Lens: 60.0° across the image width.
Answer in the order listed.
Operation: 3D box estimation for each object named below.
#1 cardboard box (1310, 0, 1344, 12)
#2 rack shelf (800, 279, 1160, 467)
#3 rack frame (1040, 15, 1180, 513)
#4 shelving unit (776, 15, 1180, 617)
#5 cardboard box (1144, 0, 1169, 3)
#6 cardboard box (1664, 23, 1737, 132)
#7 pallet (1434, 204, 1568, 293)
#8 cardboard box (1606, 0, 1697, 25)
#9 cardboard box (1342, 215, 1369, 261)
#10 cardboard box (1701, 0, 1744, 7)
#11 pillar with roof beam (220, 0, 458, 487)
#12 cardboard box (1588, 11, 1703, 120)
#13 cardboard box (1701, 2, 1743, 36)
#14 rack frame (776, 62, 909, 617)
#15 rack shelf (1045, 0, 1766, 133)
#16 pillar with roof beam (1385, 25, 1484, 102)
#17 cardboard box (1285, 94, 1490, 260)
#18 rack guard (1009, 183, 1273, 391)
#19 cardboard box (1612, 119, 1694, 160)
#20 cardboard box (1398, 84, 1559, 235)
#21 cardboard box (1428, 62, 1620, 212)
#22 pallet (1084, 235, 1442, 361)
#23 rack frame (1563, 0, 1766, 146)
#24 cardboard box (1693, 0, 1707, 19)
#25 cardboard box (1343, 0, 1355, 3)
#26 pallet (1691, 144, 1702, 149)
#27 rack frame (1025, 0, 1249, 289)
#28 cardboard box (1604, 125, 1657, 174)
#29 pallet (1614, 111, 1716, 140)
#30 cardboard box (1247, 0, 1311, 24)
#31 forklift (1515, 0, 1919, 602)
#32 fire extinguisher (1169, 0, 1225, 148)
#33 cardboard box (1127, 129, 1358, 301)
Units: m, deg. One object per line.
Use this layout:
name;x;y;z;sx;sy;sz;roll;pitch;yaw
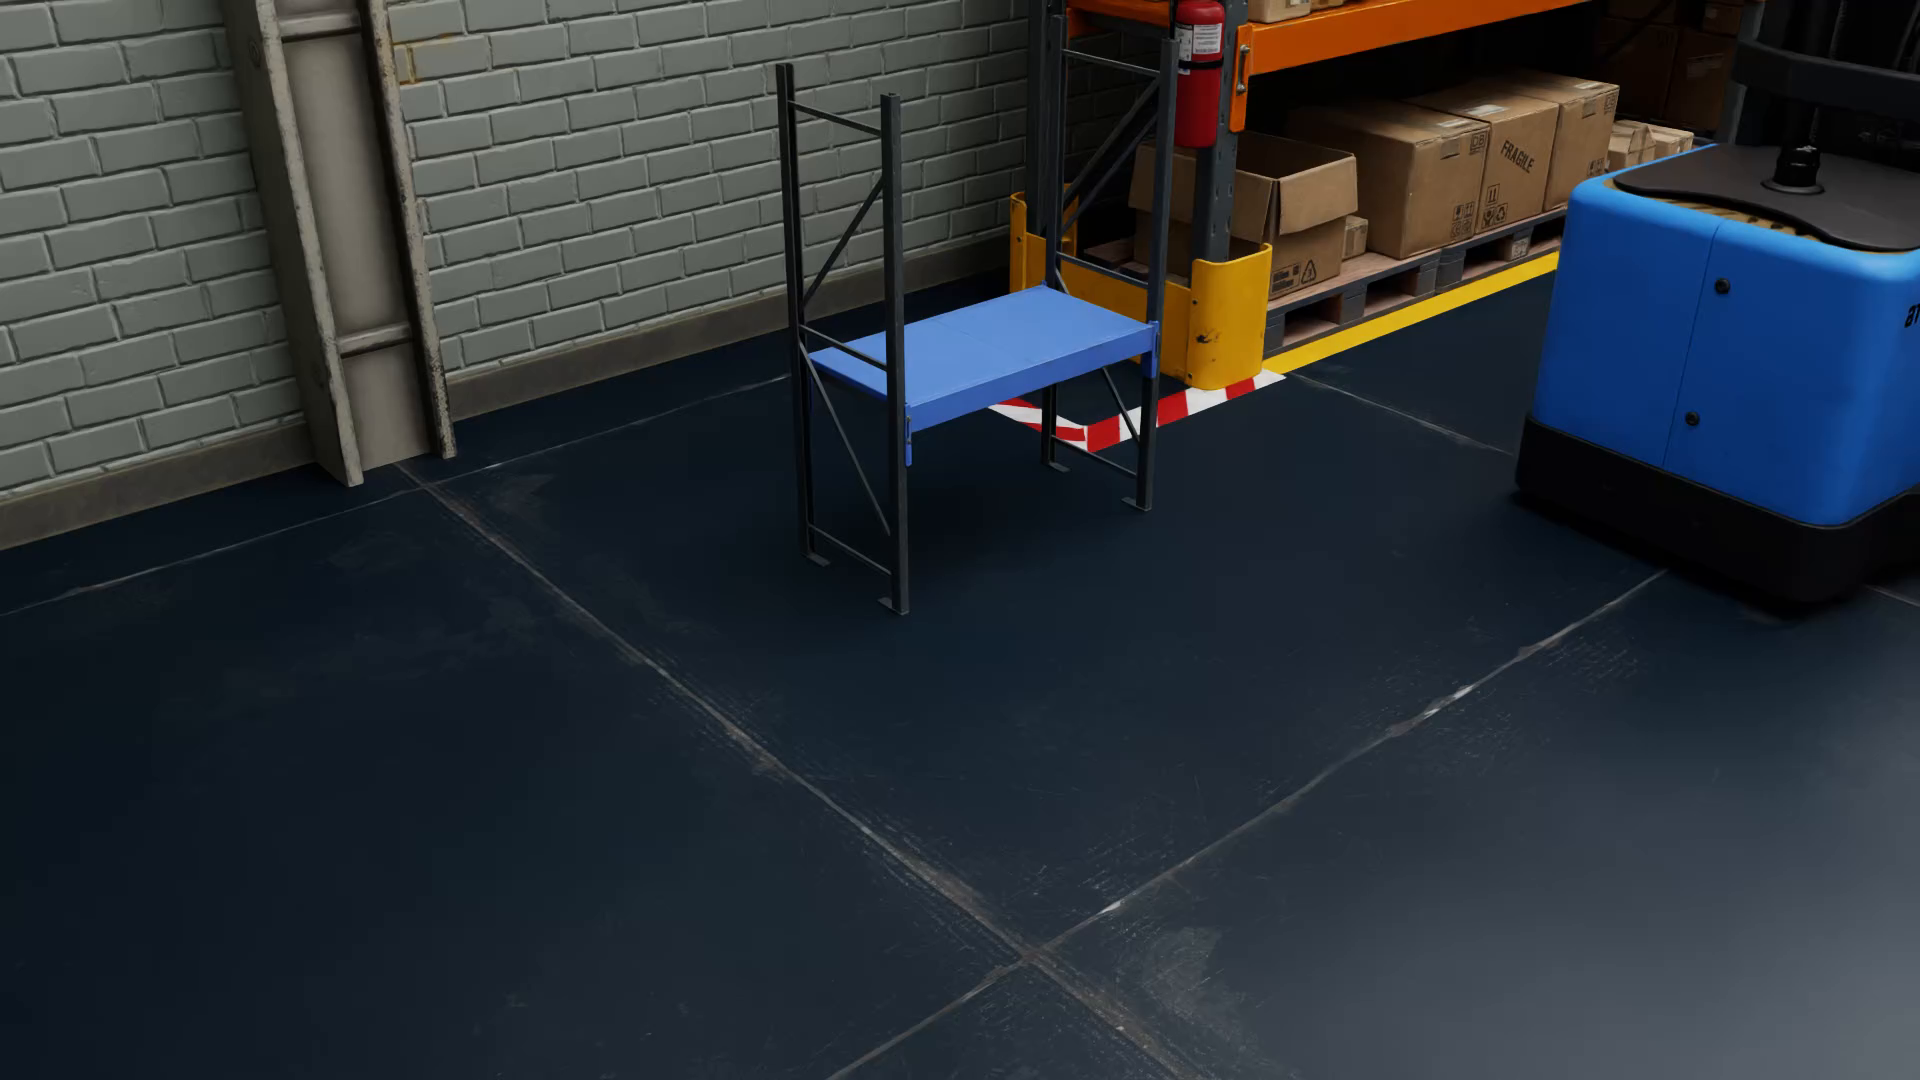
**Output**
cardboard box;1.225;-2.102;6.267;0.250;0.149;0.380;-21;35;-34
rack shelf;0.065;-0.529;5.030;1.000;0.185;0.538;-22;35;-35
rack frame;0.452;-0.843;5.236;0.032;1.500;0.500;-22;35;-35
shelving unit;0.065;-0.688;4.945;1.048;1.500;0.538;-22;35;-35
cardboard box;0.712;-2.203;6.456;0.250;0.149;0.380;-22;35;-35
cardboard box;4.191;-2.490;8.933;0.500;0.500;0.500;-20;34;-33
pallet;2.225;-1.525;7.879;1.213;0.211;1.003;-22;35;-35
cardboard box;3.770;-2.924;9.058;0.250;0.149;0.380;-24;36;-37
cardboard box;1.509;-1.313;7.103;0.250;0.149;0.380;-24;36;-37
cardboard box;4.083;-2.876;8.651;0.250;0.149;0.380;-23;35;-36
pillar with roof beam;0.792;-2.717;0.786;0.400;9.000;9.100;-22;35;-35
cardboard box;3.858;-2.679;9.286;0.500;0.500;0.500;-22;35;-35
cardboard box;4.122;-2.723;8.681;0.250;0.149;0.380;-20;34;-33
rack frame;-0.322;-0.532;4.654;0.032;1.500;0.500;-22;35;-35
rack shelf;2.155;-2.410;7.341;4.000;0.370;1.077;-22;35;-35
pillar with roof beam;5.356;-4.552;4.220;0.400;9.000;9.100;-22;35;-35
cardboard box;1.836;-1.599;7.267;0.500;0.500;0.700;-20;34;-33
rack guard;0.692;-1.037;6.659;0.348;0.500;1.175;-22;35;-35
cardboard box;3.444;-1.992;8.374;0.250;0.149;0.380;-23;36;-36
cardboard box;2.303;-1.725;7.502;0.500;0.500;0.500;-21;35;-34
cardboard box;2.626;-1.917;7.861;0.500;0.500;0.700;-23;36;-37
pallet;1.298;-1.153;7.185;1.213;0.211;1.003;-22;35;-35
rack frame;3.677;-3.340;8.317;0.127;3.000;1.000;-22;35;-35
cardboard box;3.966;-3.007;9.212;0.250;0.149;0.380;-22;35;-35
cardboard box;1.403;-2.195;6.441;0.250;0.149;0.380;-22;35;-36
pallet;3.154;-1.900;8.581;1.213;0.211;1.003;-22;35;-35
rack frame;0.634;-2.116;6.027;0.127;3.000;1.000;-22;35;-35
cardboard box;3.172;-1.934;8.142;0.258;0.266;0.396;-20;34;-33
pallet;4.271;-2.372;9.465;1.213;0.211;1.003;-22;35;-35
cardboard box;1.062;-2.007;6.090;0.250;0.149;0.380;-22;35;-35
forklift;3.296;-1.660;5.247;3.031;2.935;1.130;-20;34;-33
fire extinguisher;0.822;-1.707;5.739;0.183;0.674;0.296;-22;35;-35
cardboard box;1.161;-1.353;6.803;0.637;0.503;0.797;-24;36;-37
